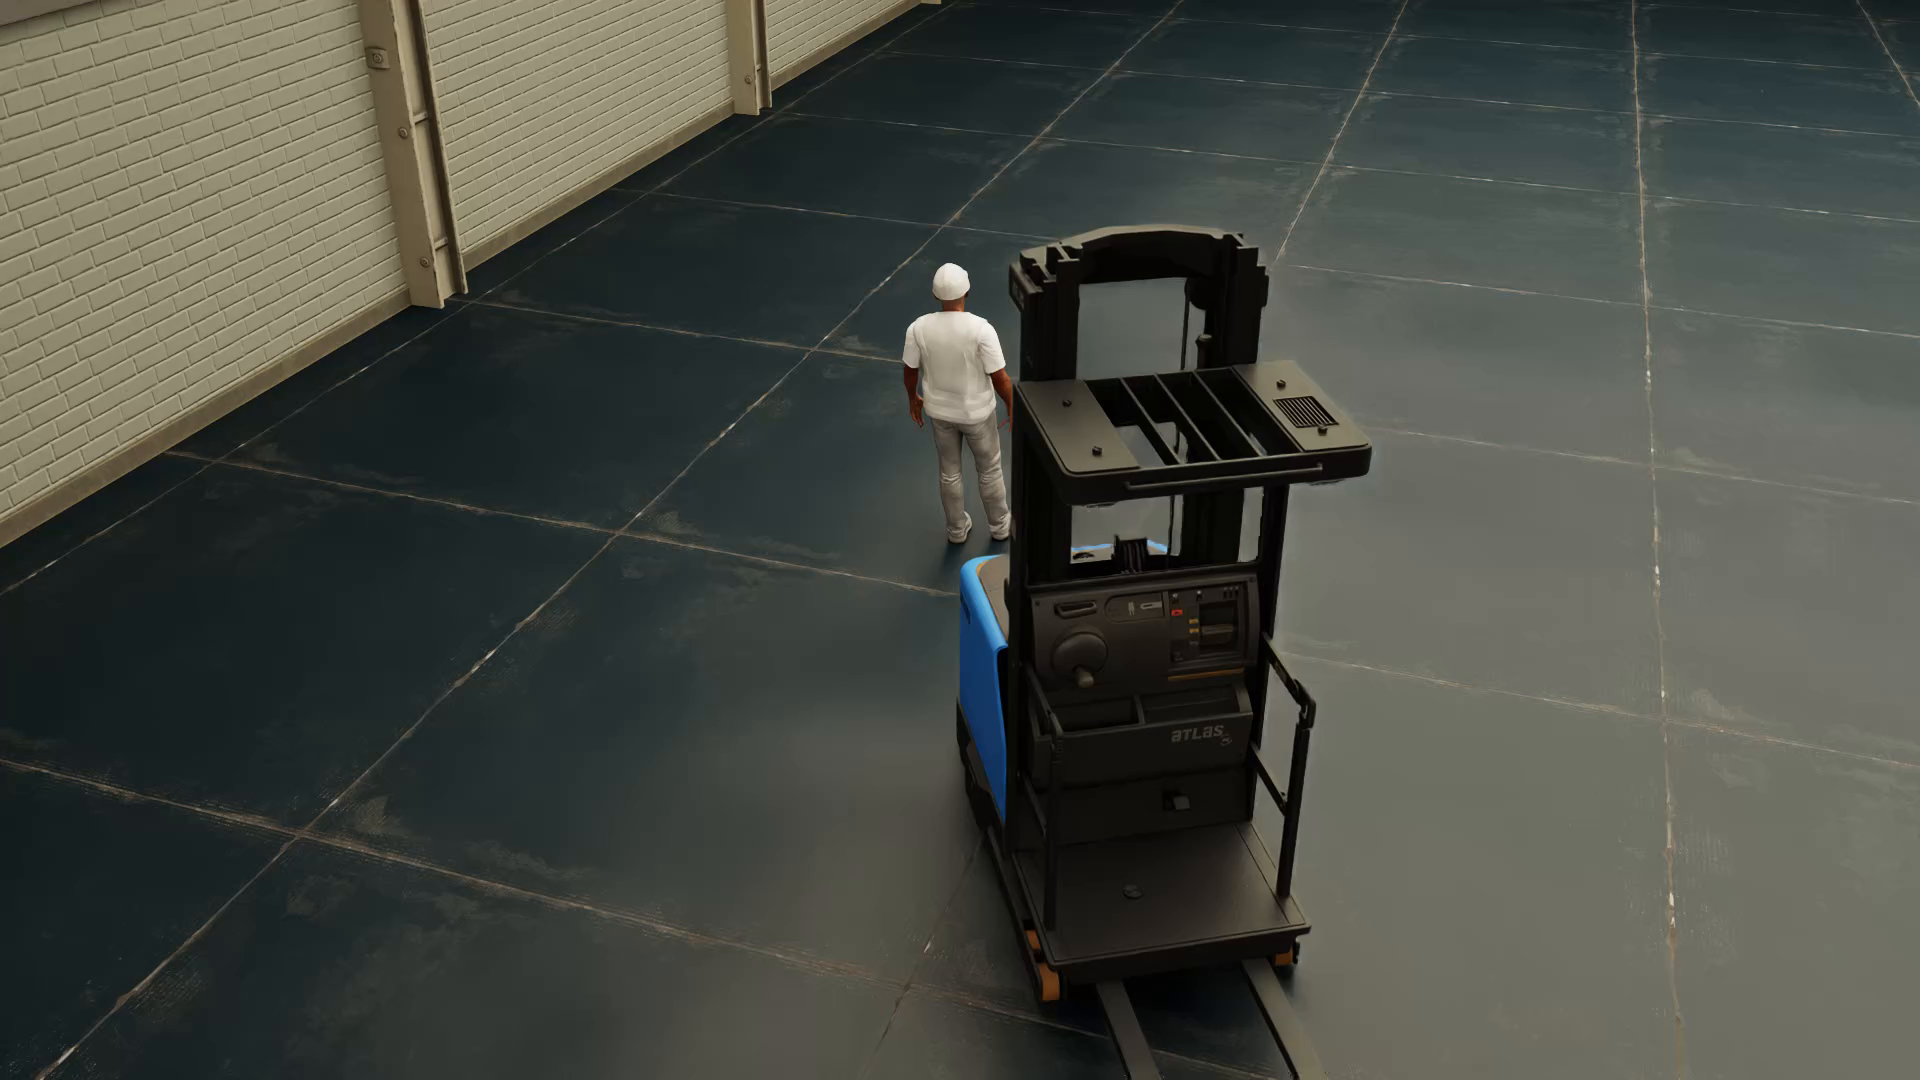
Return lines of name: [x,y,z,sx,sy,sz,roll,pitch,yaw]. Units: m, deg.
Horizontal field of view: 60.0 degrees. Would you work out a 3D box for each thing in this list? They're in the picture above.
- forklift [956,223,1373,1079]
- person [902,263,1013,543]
forklift: [0.785,0.409,6.419,1.130,2.935,3.031,-6,30,-10]
person: [0.027,-0.805,9.712,0.666,1.768,0.575,10,31,16]
